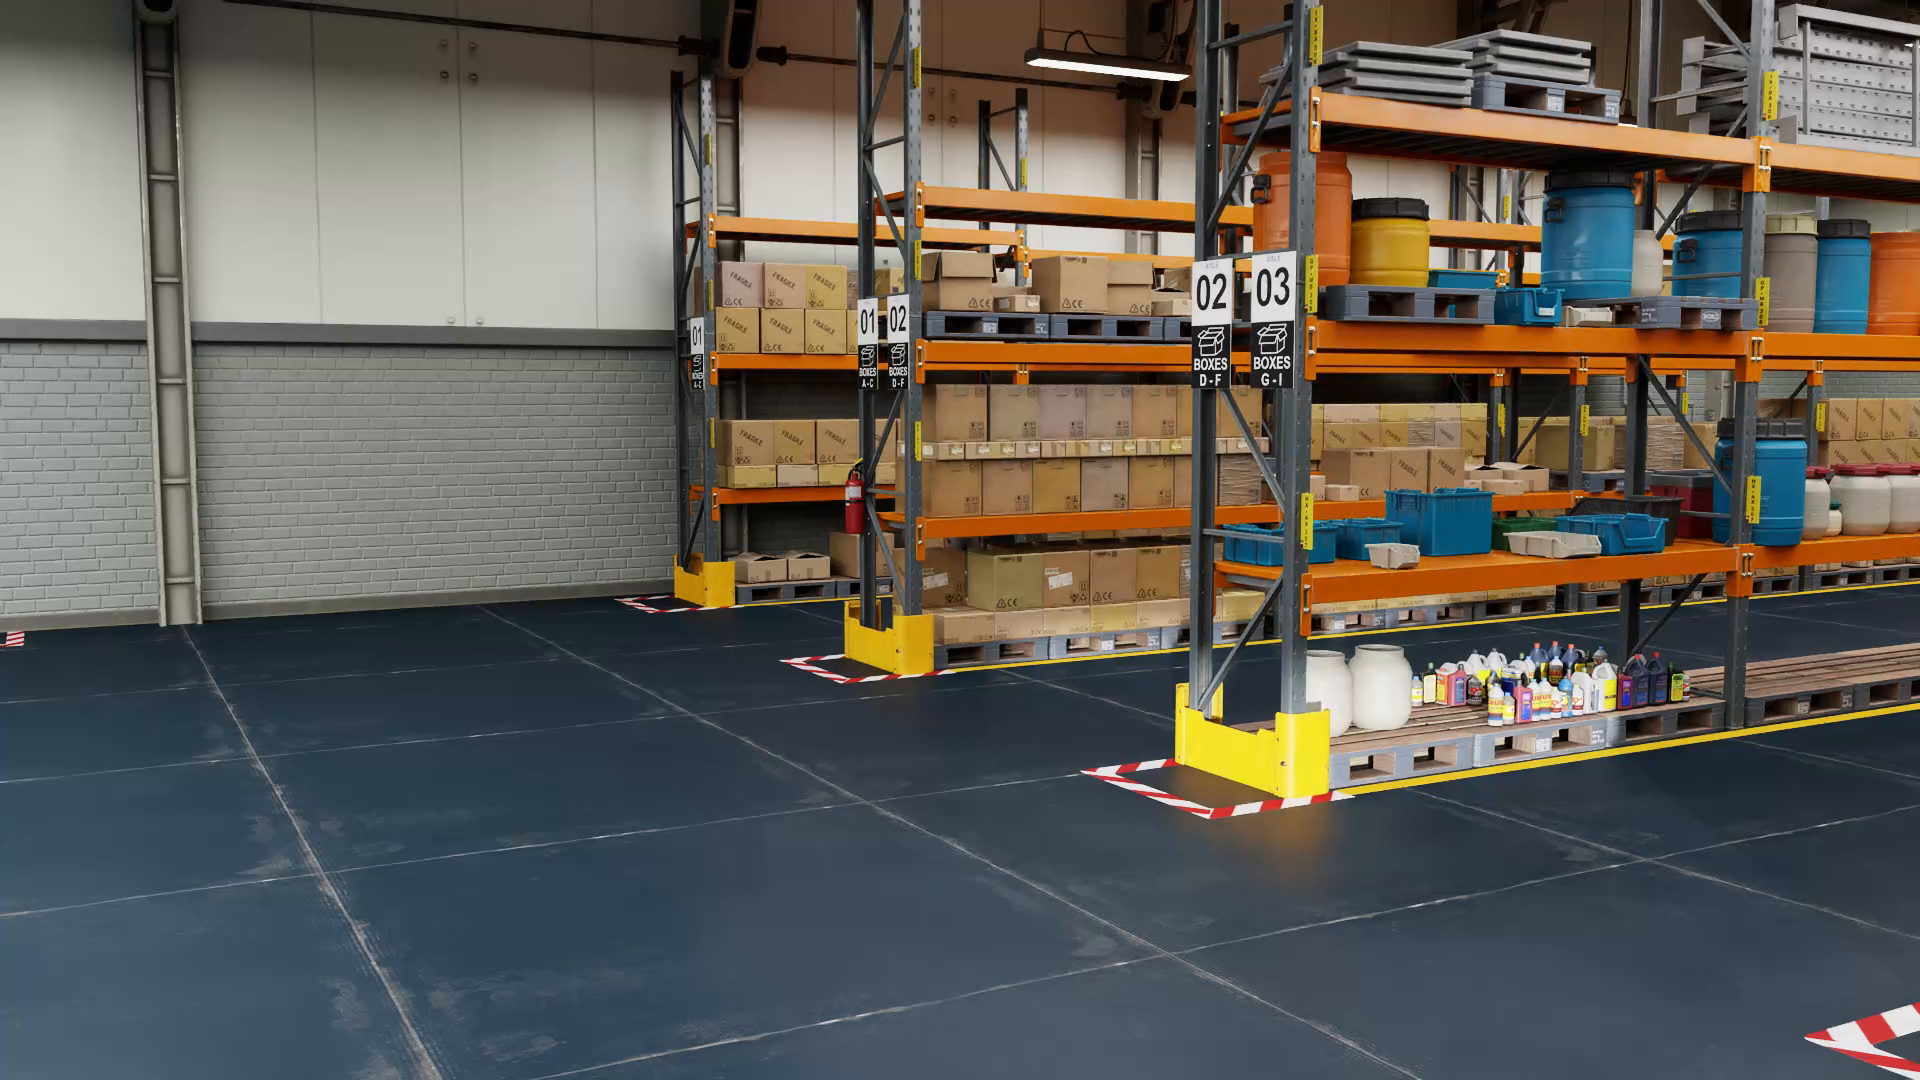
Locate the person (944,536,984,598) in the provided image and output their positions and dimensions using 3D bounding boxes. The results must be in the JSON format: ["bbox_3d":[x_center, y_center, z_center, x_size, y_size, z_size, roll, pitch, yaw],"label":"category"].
[{"bbox_3d":[0.027,0.025,17.254,0.524,1.653,0.348,-3,6,-32],"label":"person"}]
